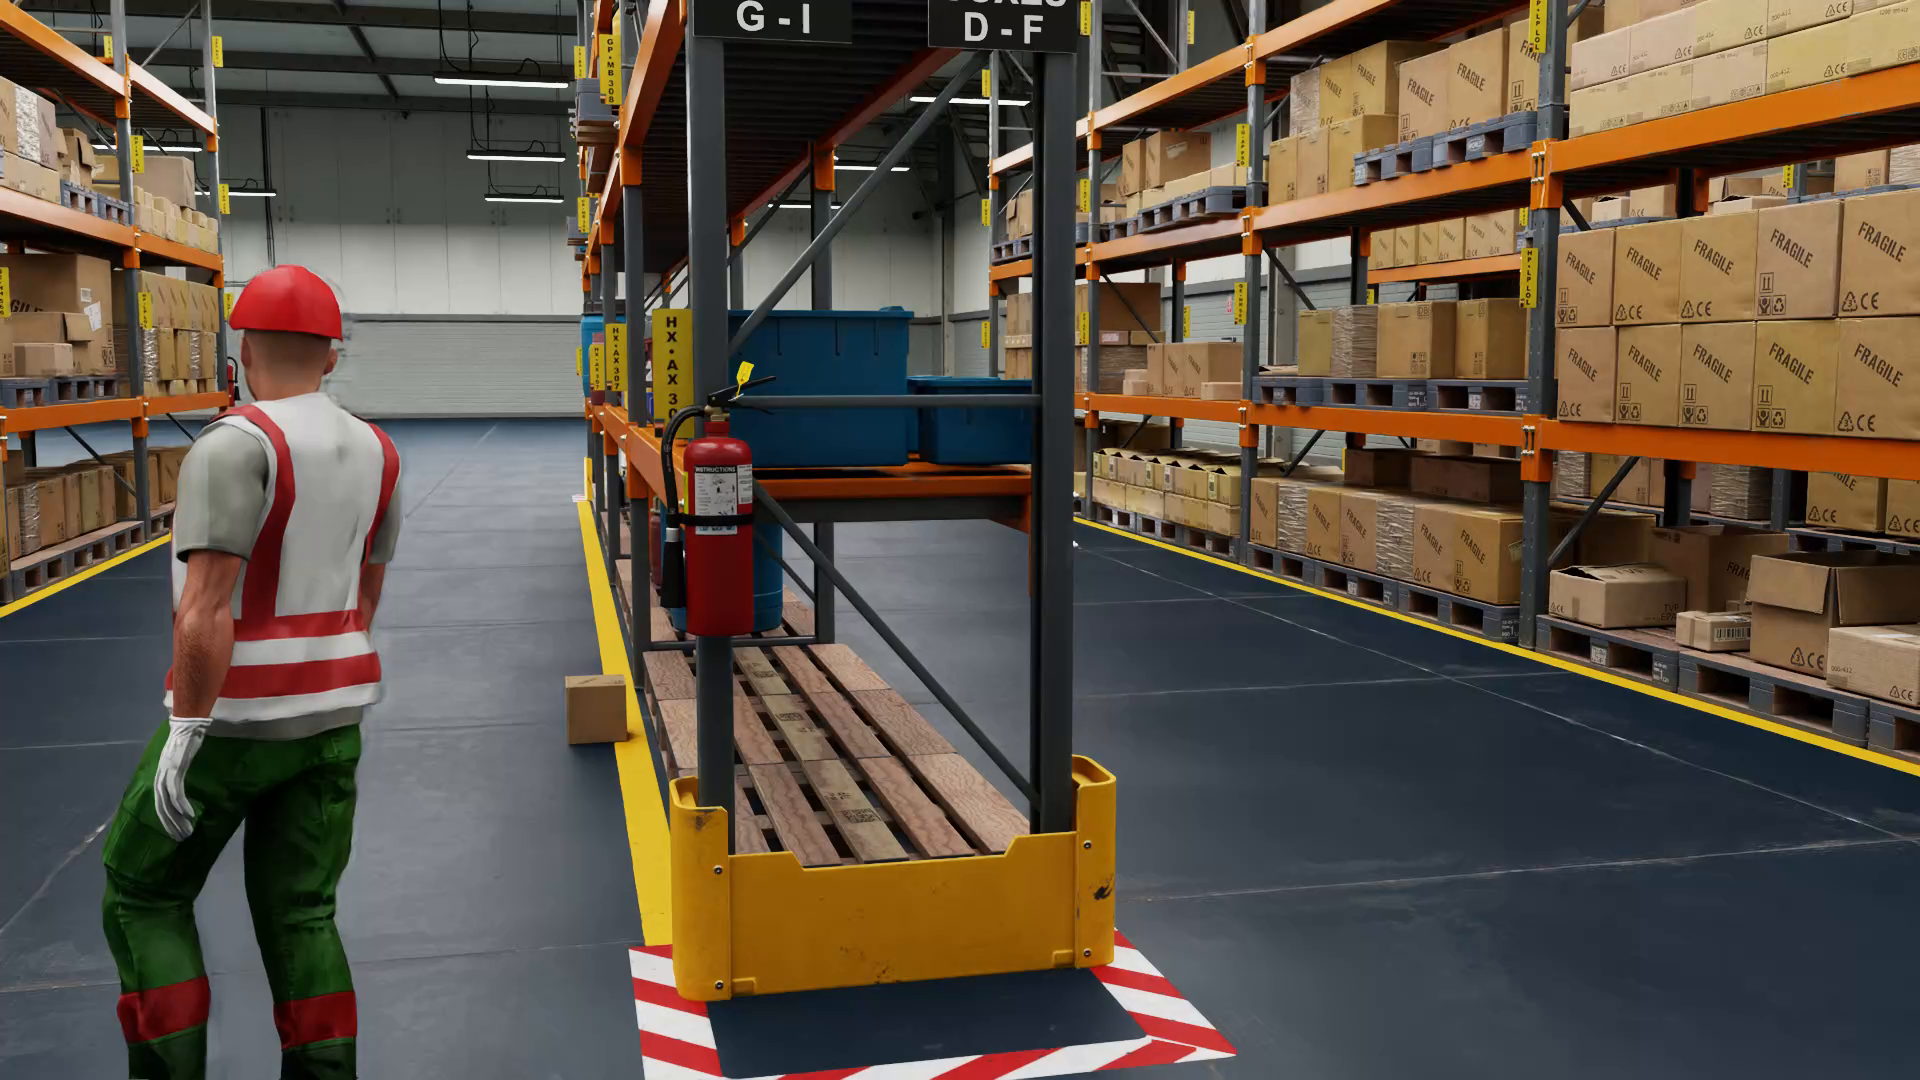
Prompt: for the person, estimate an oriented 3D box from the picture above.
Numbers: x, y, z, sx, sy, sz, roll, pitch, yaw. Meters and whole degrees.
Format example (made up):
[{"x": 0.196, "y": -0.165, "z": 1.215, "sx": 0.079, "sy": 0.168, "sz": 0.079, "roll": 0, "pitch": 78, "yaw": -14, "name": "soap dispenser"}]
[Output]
[{"x": -1.371, "y": 0.386, "z": 3.223, "sx": 0.475, "sy": 1.829, "sz": 0.637, "roll": 3, "pitch": 7, "yaw": 24, "name": "person"}]
